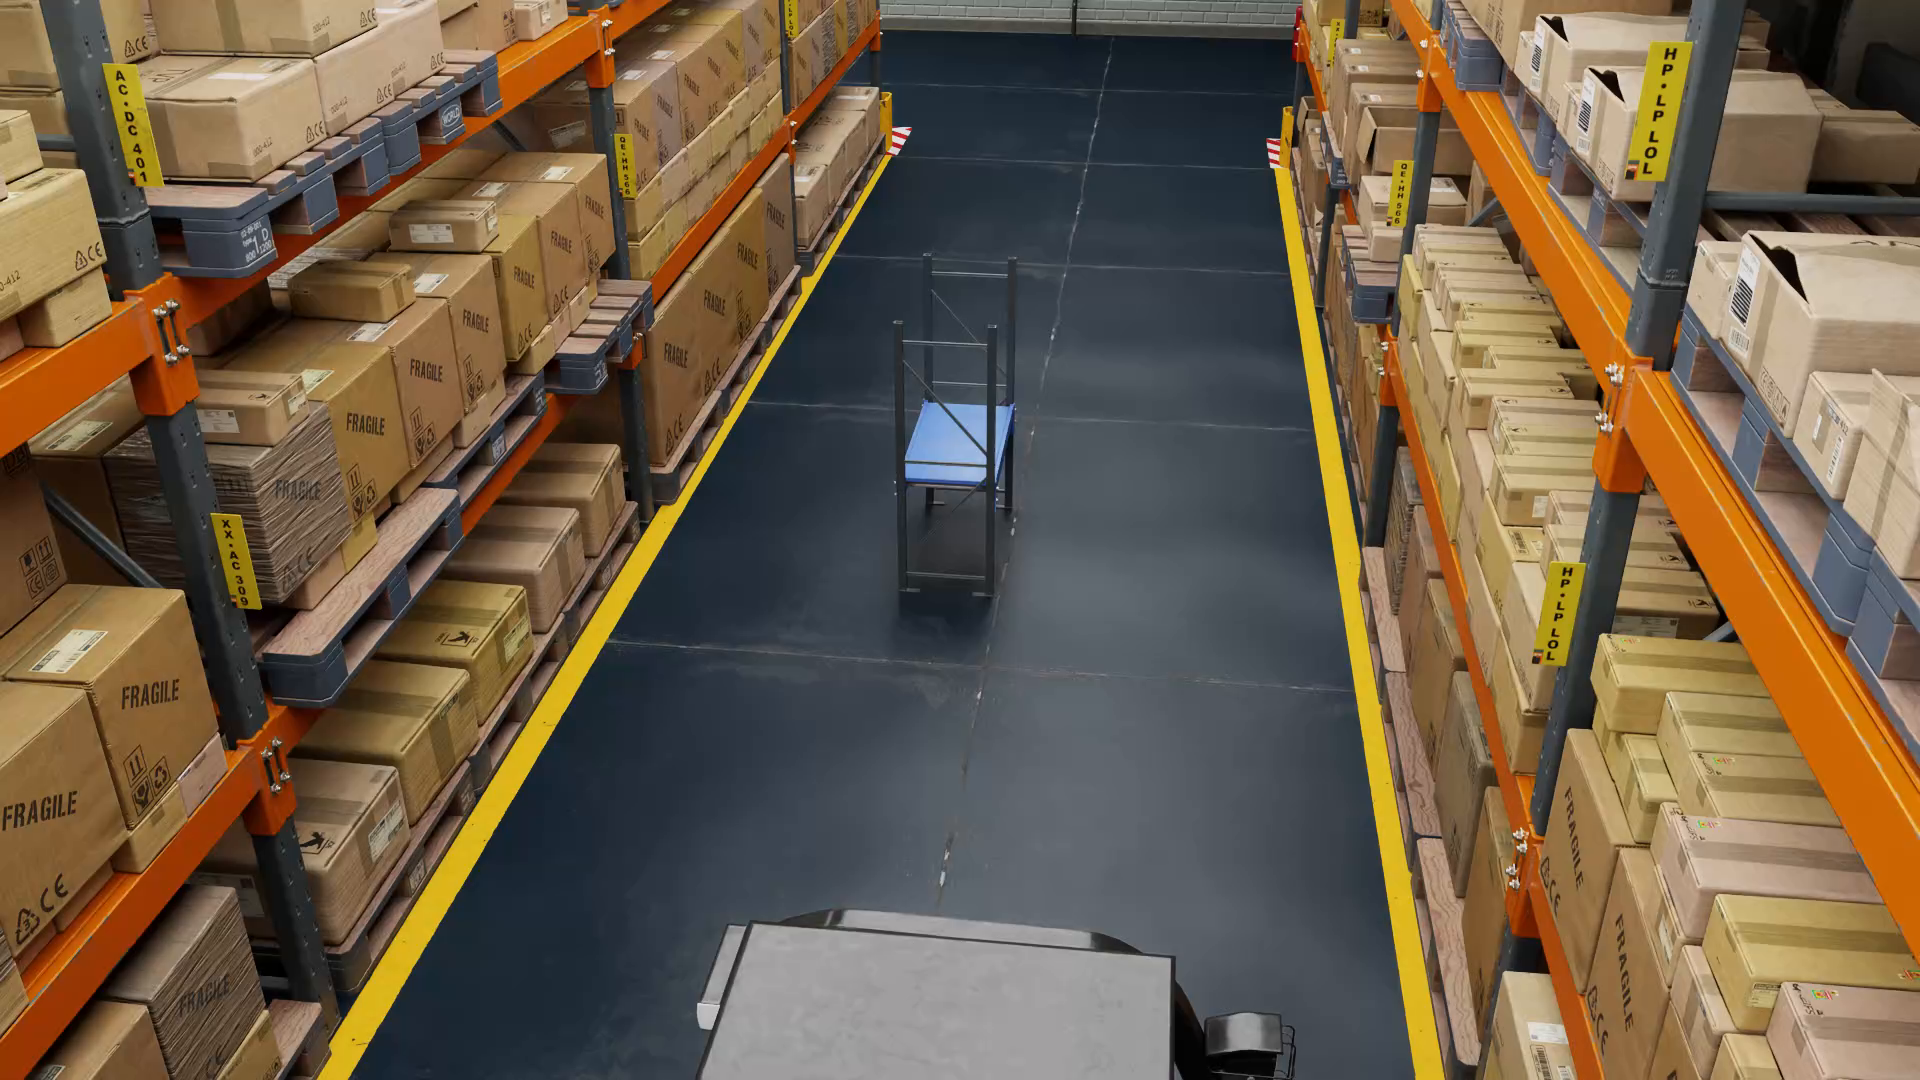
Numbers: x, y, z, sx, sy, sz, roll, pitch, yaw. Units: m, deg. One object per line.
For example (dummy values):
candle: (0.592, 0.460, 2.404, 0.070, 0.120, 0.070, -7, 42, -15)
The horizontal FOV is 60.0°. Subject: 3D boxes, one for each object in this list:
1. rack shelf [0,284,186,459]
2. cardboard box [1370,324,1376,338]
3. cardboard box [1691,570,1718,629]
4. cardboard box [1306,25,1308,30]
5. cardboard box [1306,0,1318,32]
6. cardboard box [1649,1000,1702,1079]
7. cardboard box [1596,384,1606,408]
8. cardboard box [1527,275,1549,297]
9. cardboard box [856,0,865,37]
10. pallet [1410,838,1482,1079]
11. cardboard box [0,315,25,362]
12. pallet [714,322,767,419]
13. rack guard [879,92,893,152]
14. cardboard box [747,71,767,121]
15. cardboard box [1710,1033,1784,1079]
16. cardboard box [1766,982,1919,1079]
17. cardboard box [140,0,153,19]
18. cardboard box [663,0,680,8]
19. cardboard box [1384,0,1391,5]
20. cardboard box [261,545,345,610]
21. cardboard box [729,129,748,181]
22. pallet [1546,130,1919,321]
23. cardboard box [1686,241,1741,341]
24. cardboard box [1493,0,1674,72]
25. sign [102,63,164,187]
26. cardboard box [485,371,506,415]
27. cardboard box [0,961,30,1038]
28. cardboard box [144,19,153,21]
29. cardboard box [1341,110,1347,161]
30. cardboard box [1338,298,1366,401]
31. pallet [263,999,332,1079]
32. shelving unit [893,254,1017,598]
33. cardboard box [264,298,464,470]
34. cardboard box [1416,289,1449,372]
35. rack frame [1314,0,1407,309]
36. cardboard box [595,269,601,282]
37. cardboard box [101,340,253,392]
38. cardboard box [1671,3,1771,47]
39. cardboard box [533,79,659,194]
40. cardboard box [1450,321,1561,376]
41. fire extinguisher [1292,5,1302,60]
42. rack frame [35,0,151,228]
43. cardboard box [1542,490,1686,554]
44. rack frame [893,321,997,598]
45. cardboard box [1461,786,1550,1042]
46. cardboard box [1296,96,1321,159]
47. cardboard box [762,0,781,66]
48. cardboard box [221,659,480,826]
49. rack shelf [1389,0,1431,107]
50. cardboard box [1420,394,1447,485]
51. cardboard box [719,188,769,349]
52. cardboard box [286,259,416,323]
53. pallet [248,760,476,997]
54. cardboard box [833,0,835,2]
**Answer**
rack shelf: (-2.985, 0.358, 3.019, 1.077, 0.370, 4.000, 3, 28, 6)
cardboard box: (2.673, -1.284, 9.979, 0.380, 0.149, 0.250, 3, 28, 5)
cardboard box: (2.504, 0.329, 5.108, 0.500, 0.250, 0.500, 3, 28, 5)
cardboard box: (3.345, -4.692, 15.062, 0.380, 0.149, 0.250, 3, 28, 6)
cardboard box: (3.273, -4.571, 14.417, 0.500, 0.250, 0.500, 4, 29, 7)
cardboard box: (1.765, 1.341, 3.493, 0.500, 0.500, 0.500, 3, 28, 6)
cardboard box: (2.669, -0.617, 6.443, 0.380, 0.149, 0.250, 4, 29, 8)
cardboard box: (2.898, -1.103, 7.765, 0.500, 0.250, 0.500, 4, 29, 7)
cardboard box: (-1.142, -4.795, 14.882, 0.500, 0.500, 0.500, 3, 28, 5)
pallet: (2.239, 1.585, 6.085, 1.003, 0.211, 1.213, 3, 28, 6)
cardboard box: (-2.594, -0.510, 4.136, 0.380, 0.149, 0.250, 4, 29, 7)
pallet: (-1.926, -1.175, 11.208, 1.003, 0.211, 1.213, 3, 28, 6)
rack guard: (-1.266, -4.139, 16.406, 1.175, 0.500, 0.348, 3, 28, 6)
cardboard box: (-1.626, -3.042, 11.366, 0.500, 0.250, 0.500, 4, 29, 7)
cardboard box: (1.702, 1.113, 3.232, 0.380, 0.149, 0.250, 2, 28, 5)
cardboard box: (1.774, 0.990, 3.147, 0.380, 0.149, 0.250, 3, 28, 6)
cardboard box: (-2.692, -2.001, 5.828, 0.500, 0.250, 0.500, 4, 29, 7)
cardboard box: (-2.134, -3.398, 11.236, 0.500, 0.500, 0.500, 3, 28, 6)
cardboard box: (3.800, -4.532, 14.344, 0.500, 0.250, 0.500, 3, 29, 6)
cardboard box: (-2.358, 0.104, 5.716, 0.380, 0.149, 0.250, 4, 29, 7)
cardboard box: (-1.708, -2.578, 11.030, 0.500, 0.250, 0.500, 3, 28, 5)
pallet: (2.282, -0.945, 4.881, 0.805, 0.209, 1.217, 2, 28, 4)
cardboard box: (1.831, -0.538, 3.641, 0.380, 0.149, 0.250, 4, 29, 7)
cardboard box: (2.222, -1.964, 5.916, 0.500, 0.500, 0.500, 4, 29, 7)
sign: (-2.200, -1.100, 4.422, 0.100, 0.325, 0.005, 3, 28, 6)
cardboard box: (-2.167, -0.635, 7.088, 0.380, 0.149, 0.250, 2, 28, 5)
cardboard box: (-2.598, 1.178, 4.165, 0.380, 0.149, 0.250, 3, 28, 5)
cardboard box: (-2.681, -1.780, 5.945, 0.500, 0.250, 0.500, 4, 29, 7)
cardboard box: (2.616, -2.553, 10.525, 0.396, 0.266, 0.258, 5, 29, 9)
cardboard box: (2.694, -1.199, 10.506, 0.500, 0.500, 0.500, 2, 28, 4)
pallet: (-2.787, 1.966, 5.378, 1.003, 0.211, 1.213, 3, 28, 6)
shelving unit: (-0.010, -0.620, 8.820, 0.538, 1.500, 1.048, 3, 28, 6)
cardboard box: (-2.263, -0.611, 6.361, 0.500, 0.500, 0.500, 3, 28, 6)
cardboard box: (2.318, -0.900, 7.389, 0.500, 0.250, 0.500, 4, 29, 8)
rack frame: (3.167, -3.059, 11.765, 1.000, 3.000, 0.127, 3, 28, 6)
cardboard box: (-2.056, -1.369, 8.451, 0.380, 0.149, 0.250, 4, 29, 8)
cardboard box: (-2.851, -0.404, 5.975, 0.500, 0.500, 0.500, 4, 29, 6)
cardboard box: (2.690, -1.836, 6.031, 0.380, 0.166, 0.250, 3, 28, 6)
cardboard box: (-1.946, -2.165, 8.946, 0.500, 0.500, 0.500, 2, 28, 5)
cardboard box: (2.198, -0.765, 6.717, 0.380, 0.149, 0.250, 4, 29, 7)
fire extinguisher: (3.217, -4.840, 15.545, 0.296, 0.674, 0.183, 3, 28, 6)
rack frame: (-2.740, -2.221, 3.885, 1.000, 3.000, 0.127, 3, 28, 6)
cardboard box: (2.104, -0.031, 5.356, 0.380, 0.149, 0.250, 3, 28, 6)
rack frame: (-0.073, -0.381, 8.376, 0.500, 1.500, 0.032, 3, 28, 6)
cardboard box: (2.240, 1.321, 5.696, 0.875, 0.625, 0.625, 5, 29, 8)
cardboard box: (3.488, -3.745, 15.228, 0.797, 0.503, 0.637, 2, 28, 4)
cardboard box: (-1.565, -3.605, 11.619, 0.500, 0.500, 0.500, 4, 29, 8)
cardboard box: (-2.593, 0.806, 6.918, 0.950, 0.372, 0.625, 5, 29, 9)
rack shelf: (2.922, -3.121, 9.477, 1.077, 0.370, 4.000, 3, 28, 6)
cardboard box: (2.258, -0.436, 7.055, 0.500, 0.250, 0.500, 2, 28, 5)
cardboard box: (-1.859, -1.873, 11.361, 0.875, 0.875, 0.875, 4, 29, 8)
cardboard box: (-2.300, -0.943, 6.293, 0.380, 0.149, 0.250, 5, 29, 9)
pallet: (-2.646, 1.281, 6.649, 1.003, 0.211, 1.213, 3, 28, 6)
cardboard box: (-1.254, -4.755, 13.754, 0.500, 0.500, 0.500, 3, 28, 6)
